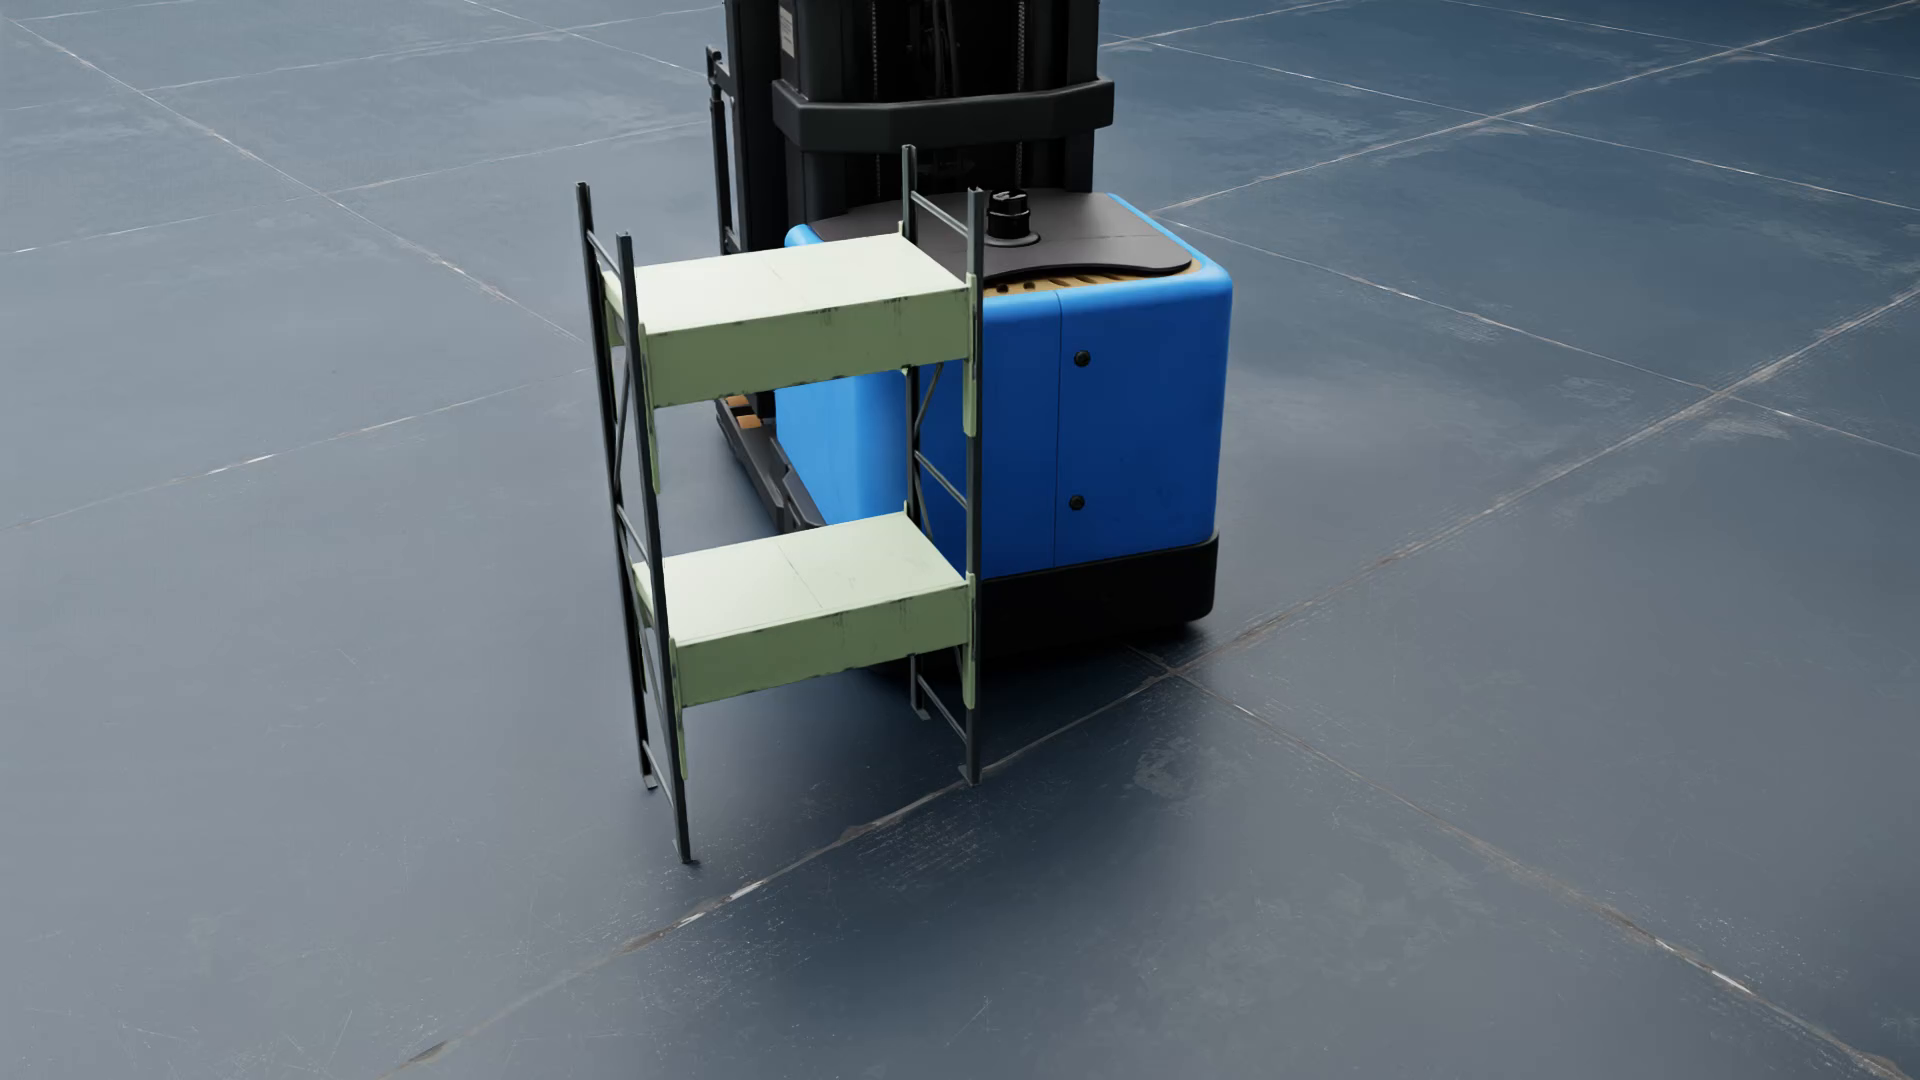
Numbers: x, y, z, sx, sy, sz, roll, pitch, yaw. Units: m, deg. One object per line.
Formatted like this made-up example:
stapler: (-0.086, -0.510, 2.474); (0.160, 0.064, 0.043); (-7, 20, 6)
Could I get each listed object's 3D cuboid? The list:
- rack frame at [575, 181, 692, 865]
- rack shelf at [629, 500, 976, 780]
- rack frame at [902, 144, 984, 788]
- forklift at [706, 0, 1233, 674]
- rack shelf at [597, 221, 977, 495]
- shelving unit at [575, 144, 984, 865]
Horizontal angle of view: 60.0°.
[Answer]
rack frame: (-0.711, 0.001, 3.656); (0.023, 1.500, 0.400); (-12, 30, -21)
rack shelf: (-0.376, 0.220, 3.939); (0.720, 0.370, 0.431); (-12, 30, -21)
rack frame: (-0.040, -0.137, 3.914); (0.023, 1.500, 0.400); (-12, 30, -21)
forklift: (-0.230, -1.614, 5.160); (1.130, 2.935, 3.031); (-9, 29, -16)
rack shelf: (-0.376, -0.412, 3.601); (0.720, 0.370, 0.431); (-12, 30, -21)
shelving unit: (-0.376, -0.068, 3.785); (0.755, 1.500, 0.431); (-12, 30, -21)
